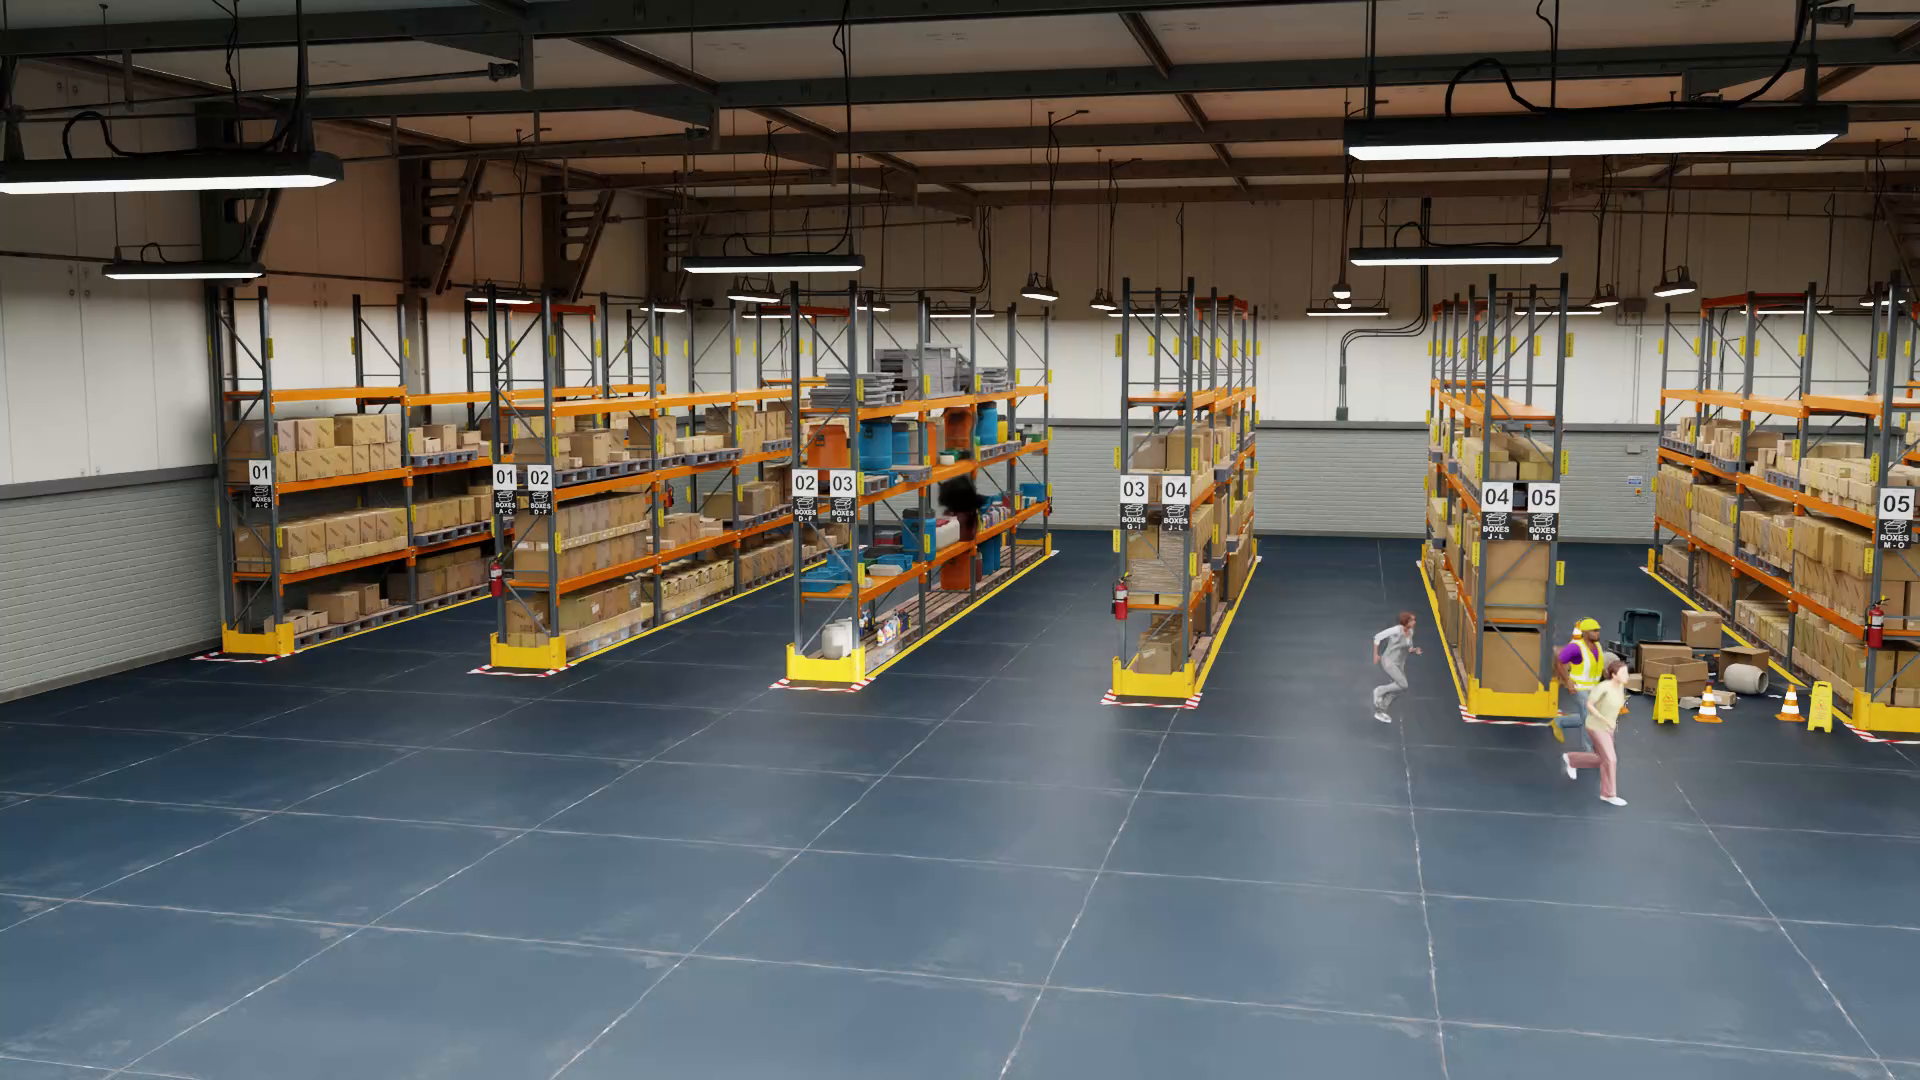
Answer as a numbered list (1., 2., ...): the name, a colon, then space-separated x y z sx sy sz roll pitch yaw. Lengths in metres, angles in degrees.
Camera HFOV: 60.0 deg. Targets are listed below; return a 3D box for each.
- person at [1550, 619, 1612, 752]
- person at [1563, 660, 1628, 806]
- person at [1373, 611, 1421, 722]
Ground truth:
1. person: 7.580 1.810 20.398 0.680 1.738 0.855 -4 8 -33
2. person: 7.055 2.208 18.517 0.555 1.395 0.786 -4 8 -31
3. person: 5.874 1.700 22.315 0.653 1.527 0.525 6 9 43
